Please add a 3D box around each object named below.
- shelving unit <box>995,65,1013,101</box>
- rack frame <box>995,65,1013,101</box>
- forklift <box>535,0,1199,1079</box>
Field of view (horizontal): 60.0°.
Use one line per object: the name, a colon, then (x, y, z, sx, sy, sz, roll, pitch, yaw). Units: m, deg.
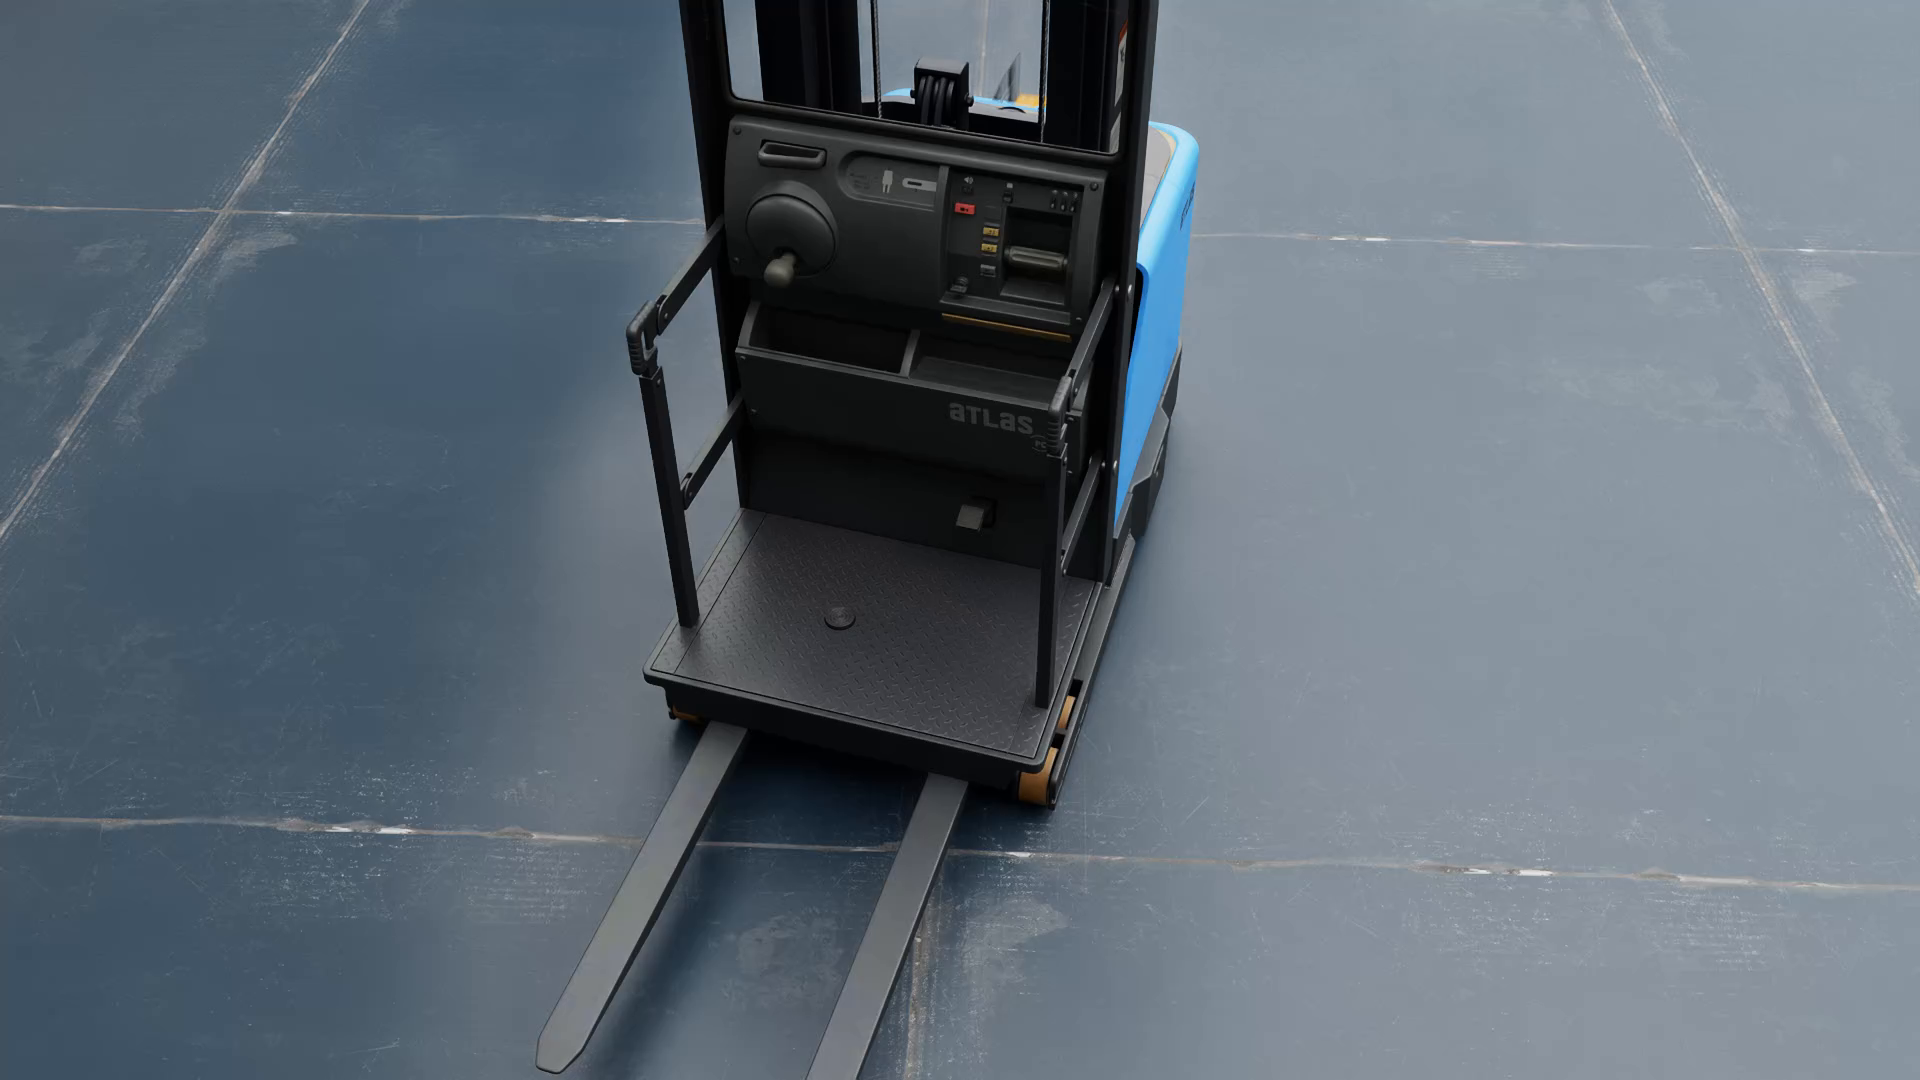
shelving unit: (0.257, -1.055, 5.612, 0.252, 1.050, 0.215, 11, 44, 12)
rack frame: (0.140, -1.078, 5.637, 0.008, 1.050, 0.200, 11, 44, 12)
forklift: (-0.181, -0.667, 3.815, 1.130, 2.935, 3.031, 12, 44, 12)
